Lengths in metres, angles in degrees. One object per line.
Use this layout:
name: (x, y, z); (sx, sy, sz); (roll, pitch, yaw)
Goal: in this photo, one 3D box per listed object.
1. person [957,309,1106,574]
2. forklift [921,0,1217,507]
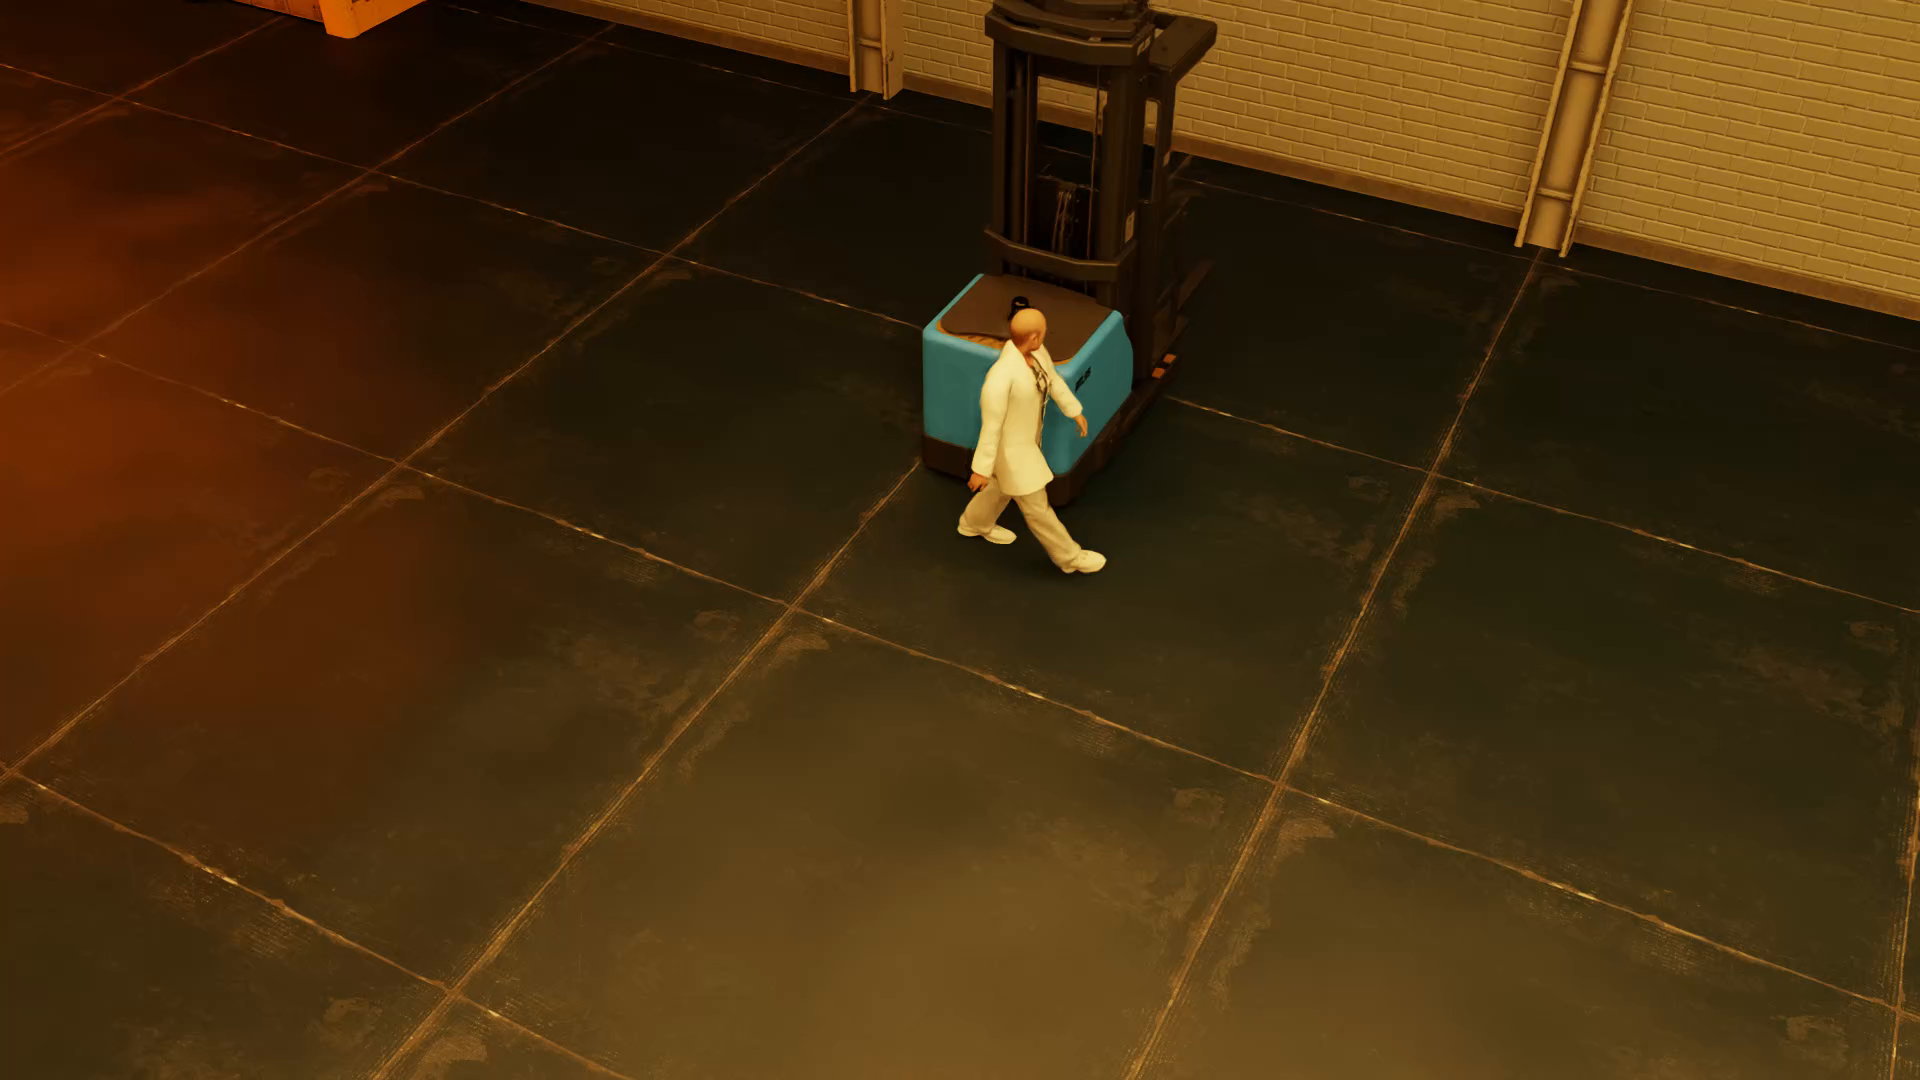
person: (0.421, -0.537, 9.565); (1.002, 1.727, 0.744); (12, 42, 14)
forklift: (0.889, -2.269, 10.680); (1.130, 2.935, 3.031); (19, 44, 21)
